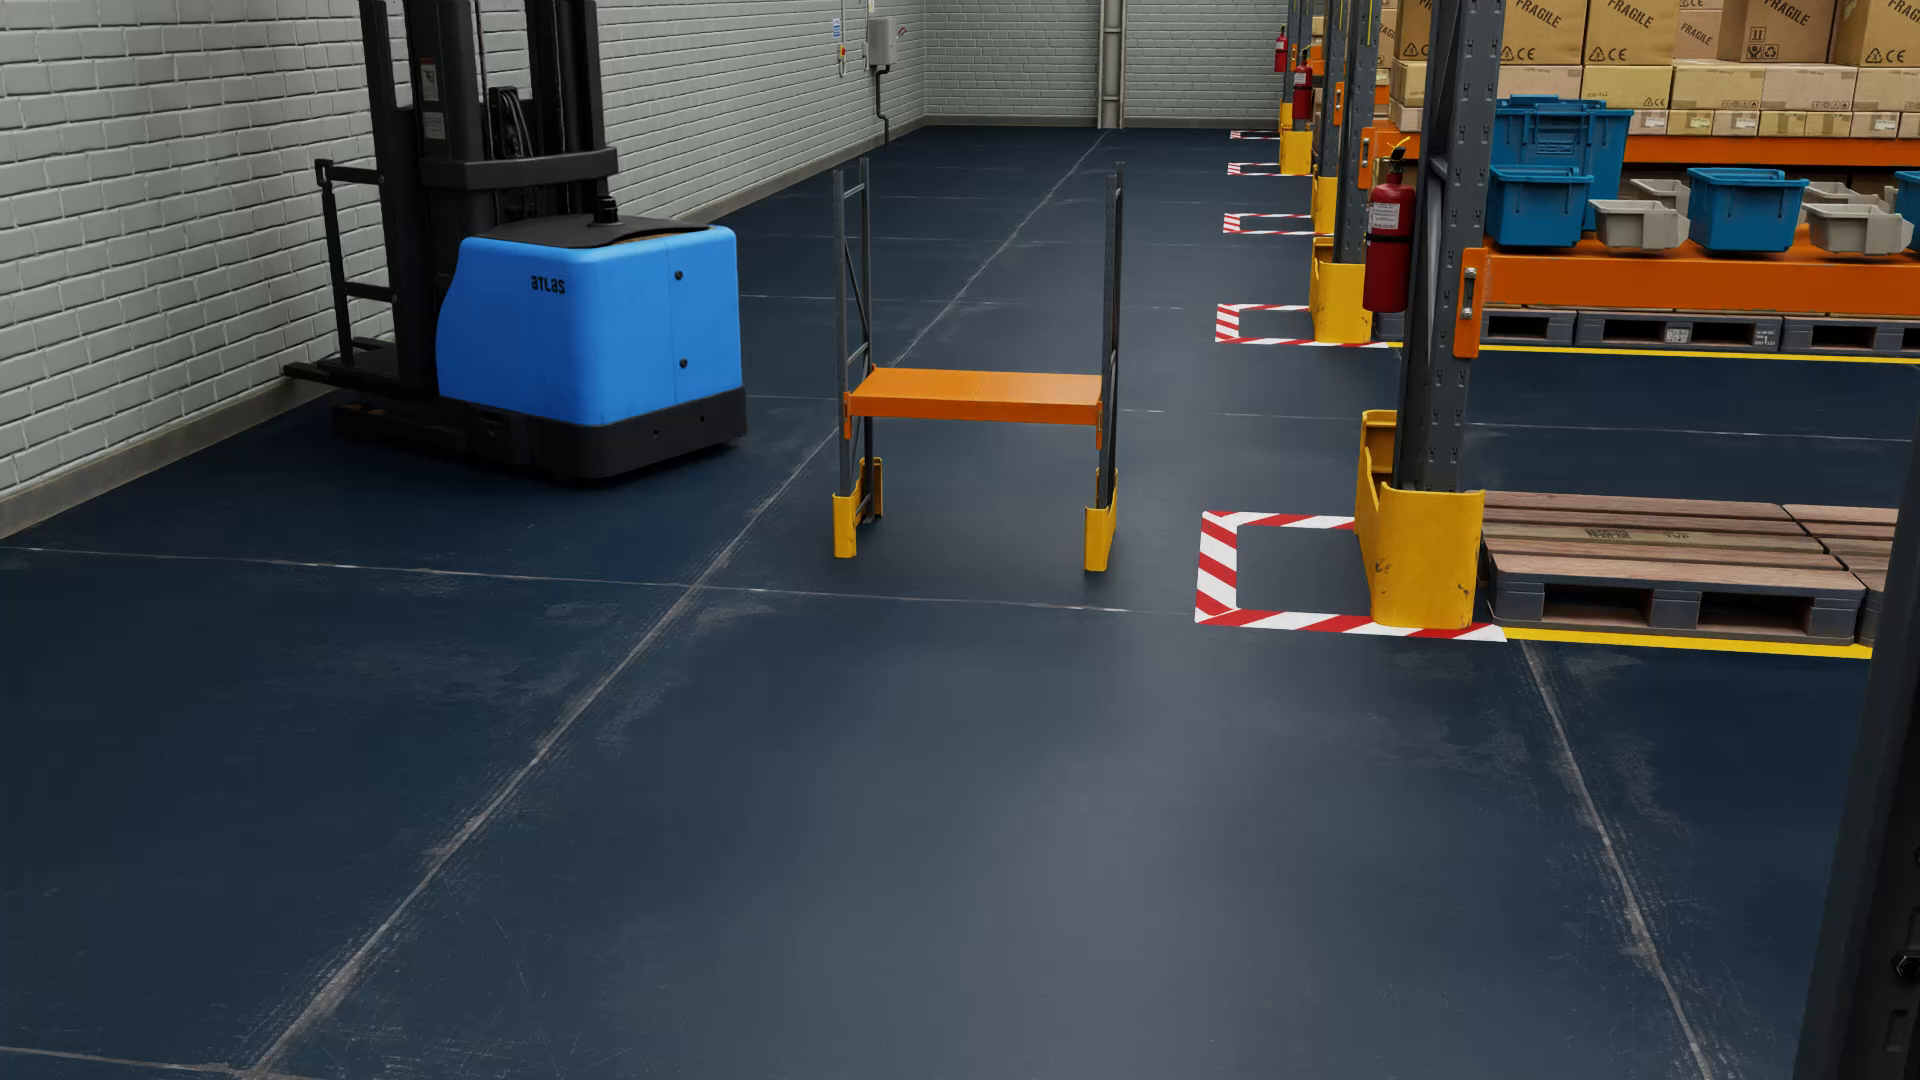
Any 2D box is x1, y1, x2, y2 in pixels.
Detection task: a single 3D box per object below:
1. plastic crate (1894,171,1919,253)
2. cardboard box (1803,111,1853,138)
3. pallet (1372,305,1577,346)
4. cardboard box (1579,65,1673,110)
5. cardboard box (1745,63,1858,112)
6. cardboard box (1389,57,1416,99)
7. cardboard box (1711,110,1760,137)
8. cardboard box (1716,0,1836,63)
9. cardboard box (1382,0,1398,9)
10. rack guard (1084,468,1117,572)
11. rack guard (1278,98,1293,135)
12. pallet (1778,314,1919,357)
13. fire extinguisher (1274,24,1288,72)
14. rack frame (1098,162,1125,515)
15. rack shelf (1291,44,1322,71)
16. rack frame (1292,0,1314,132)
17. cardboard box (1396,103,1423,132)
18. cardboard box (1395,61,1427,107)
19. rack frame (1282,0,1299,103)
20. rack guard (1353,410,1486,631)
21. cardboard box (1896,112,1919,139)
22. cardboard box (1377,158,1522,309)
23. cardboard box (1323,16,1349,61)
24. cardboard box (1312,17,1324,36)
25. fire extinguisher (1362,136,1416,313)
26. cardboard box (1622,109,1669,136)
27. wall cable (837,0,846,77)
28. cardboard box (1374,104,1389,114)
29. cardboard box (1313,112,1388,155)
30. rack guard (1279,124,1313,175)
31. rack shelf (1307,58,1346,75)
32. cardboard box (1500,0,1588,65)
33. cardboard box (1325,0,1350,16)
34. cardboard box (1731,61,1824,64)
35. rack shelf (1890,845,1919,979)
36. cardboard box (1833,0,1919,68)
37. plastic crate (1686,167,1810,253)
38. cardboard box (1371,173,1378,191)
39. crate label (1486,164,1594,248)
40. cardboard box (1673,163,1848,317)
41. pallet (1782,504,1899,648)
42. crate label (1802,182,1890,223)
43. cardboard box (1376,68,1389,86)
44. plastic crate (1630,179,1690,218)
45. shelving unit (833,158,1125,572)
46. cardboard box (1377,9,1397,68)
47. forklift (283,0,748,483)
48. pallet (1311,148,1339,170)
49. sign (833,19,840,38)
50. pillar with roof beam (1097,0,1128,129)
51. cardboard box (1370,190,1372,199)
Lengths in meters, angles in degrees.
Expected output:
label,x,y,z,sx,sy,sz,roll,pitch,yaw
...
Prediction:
label,x,y,z,sx,sy,sz,roll,pitch,yaw
plastic crate,3.245,-1.063,5.422,0.300,0.233,0.416,3,19,9
cardboard box,5.119,-2.491,9.918,0.250,0.149,0.380,3,19,10
pallet,3.340,-1.509,10.981,1.213,0.211,1.003,3,19,9
cardboard box,3.979,-2.758,10.087,0.500,0.250,0.500,2,19,7
cardboard box,4.995,-2.707,9.934,0.500,0.250,0.500,3,19,10
cardboard box,3.059,-2.976,10.738,0.500,0.250,0.500,3,19,8
cardboard box,4.615,-2.517,9.995,0.250,0.149,0.380,3,19,10
cardboard box,5.056,-3.228,10.308,0.500,0.500,0.500,2,19,7
cardboard box,3.826,-4.953,14.677,0.500,0.500,0.500,3,19,8
rack guard,0.567,-0.090,6.677,0.087,0.250,0.587,3,19,9
rack guard,4.969,-6.318,24.898,0.348,0.500,1.175,3,19,9
pallet,5.750,-1.387,10.614,1.213,0.211,1.003,3,19,9
fire extinguisher,4.676,-7.156,24.174,0.183,0.674,0.296,3,19,9
rack frame,0.586,-0.681,6.476,0.032,1.500,0.500,3,19,9
rack shelf,6.869,-7.066,24.326,4.000,0.370,1.077,3,19,9
rack frame,4.110,-5.952,19.865,0.127,3.000,1.000,3,19,9
cardboard box,2.837,-2.607,10.263,0.250,0.149,0.380,3,19,9
cardboard box,2.970,-2.809,10.237,0.500,0.250,0.500,2,19,7
rack frame,4.894,-7.507,24.513,0.127,3.000,1.000,3,19,9
rack guard,1.727,-0.107,6.336,0.348,0.500,1.175,3,19,9
cardboard box,5.627,-2.466,9.840,0.250,0.149,0.380,3,19,8
cardboard box,3.183,-2.032,10.835,0.875,0.875,0.875,3,19,9
cardboard box,4.539,-5.885,19.508,0.500,0.500,0.500,3,19,8
cardboard box,5.299,-7.470,24.169,0.500,0.250,0.500,3,19,9
fire extinguisher,1.676,-1.232,6.468,0.183,0.674,0.296,3,19,9
cardboard box,4.107,-2.543,10.072,0.250,0.149,0.380,3,19,8
wall cable,-1.461,-6.725,20.525,0.123,1.953,0.585,3,19,9
cardboard box,6.321,-6.405,24.497,0.500,0.500,0.700,4,19,11
cardboard box,4.778,-4.934,20.199,0.875,0.438,0.875,2,19,7
rack guard,4.087,-4.768,20.265,0.348,0.500,1.175,3,19,9
rack shelf,6.085,-5.510,19.678,4.000,0.370,1.077,3,19,9
cardboard box,3.463,-3.139,10.043,0.500,0.500,0.500,2,19,7
cardboard box,4.539,-6.360,19.351,0.500,0.500,0.500,3,19,7
cardboard box,5.063,-2.873,10.429,0.500,0.250,0.500,3,19,10
rack shelf,2.938,0.698,1.124,4.000,0.370,1.077,3,19,9
cardboard box,5.498,-3.038,9.740,0.500,0.500,0.500,3,19,9
plastic crate,2.594,-1.096,5.521,0.300,0.233,0.416,3,19,9
cardboard box,3.902,-3.278,15.234,0.250,0.149,0.380,4,19,11
crate label,1.944,-1.129,5.620,0.303,0.233,0.416,3,19,9
cardboard box,4.960,-1.941,10.564,0.875,0.875,0.875,3,19,9
pallet,3.762,0.142,6.045,1.213,0.211,1.003,3,19,9
crate label,3.150,-1.189,5.951,0.243,0.136,0.396,3,19,9
cardboard box,3.693,-4.158,14.899,0.250,0.149,0.380,3,19,8
plastic crate,2.587,-1.215,6.027,0.243,0.136,0.396,3,19,9
shelving unit,0.075,-0.707,6.554,1.083,1.500,0.587,3,19,9
cardboard box,3.825,-4.476,14.825,0.500,0.500,0.500,4,19,11
forklift,-2.536,-1.995,8.146,3.031,2.935,1.130,13,22,33
pallet,4.912,-4.614,20.260,1.213,0.211,1.003,3,19,9
sign,-1.529,-6.345,20.612,0.001,0.218,0.327,3,19,9
pillar with roof beam,1.692,-9.422,20.780,0.400,9.000,9.100,3,19,9
cardboard box,3.892,-3.117,15.222,0.250,0.149,0.380,3,19,10
